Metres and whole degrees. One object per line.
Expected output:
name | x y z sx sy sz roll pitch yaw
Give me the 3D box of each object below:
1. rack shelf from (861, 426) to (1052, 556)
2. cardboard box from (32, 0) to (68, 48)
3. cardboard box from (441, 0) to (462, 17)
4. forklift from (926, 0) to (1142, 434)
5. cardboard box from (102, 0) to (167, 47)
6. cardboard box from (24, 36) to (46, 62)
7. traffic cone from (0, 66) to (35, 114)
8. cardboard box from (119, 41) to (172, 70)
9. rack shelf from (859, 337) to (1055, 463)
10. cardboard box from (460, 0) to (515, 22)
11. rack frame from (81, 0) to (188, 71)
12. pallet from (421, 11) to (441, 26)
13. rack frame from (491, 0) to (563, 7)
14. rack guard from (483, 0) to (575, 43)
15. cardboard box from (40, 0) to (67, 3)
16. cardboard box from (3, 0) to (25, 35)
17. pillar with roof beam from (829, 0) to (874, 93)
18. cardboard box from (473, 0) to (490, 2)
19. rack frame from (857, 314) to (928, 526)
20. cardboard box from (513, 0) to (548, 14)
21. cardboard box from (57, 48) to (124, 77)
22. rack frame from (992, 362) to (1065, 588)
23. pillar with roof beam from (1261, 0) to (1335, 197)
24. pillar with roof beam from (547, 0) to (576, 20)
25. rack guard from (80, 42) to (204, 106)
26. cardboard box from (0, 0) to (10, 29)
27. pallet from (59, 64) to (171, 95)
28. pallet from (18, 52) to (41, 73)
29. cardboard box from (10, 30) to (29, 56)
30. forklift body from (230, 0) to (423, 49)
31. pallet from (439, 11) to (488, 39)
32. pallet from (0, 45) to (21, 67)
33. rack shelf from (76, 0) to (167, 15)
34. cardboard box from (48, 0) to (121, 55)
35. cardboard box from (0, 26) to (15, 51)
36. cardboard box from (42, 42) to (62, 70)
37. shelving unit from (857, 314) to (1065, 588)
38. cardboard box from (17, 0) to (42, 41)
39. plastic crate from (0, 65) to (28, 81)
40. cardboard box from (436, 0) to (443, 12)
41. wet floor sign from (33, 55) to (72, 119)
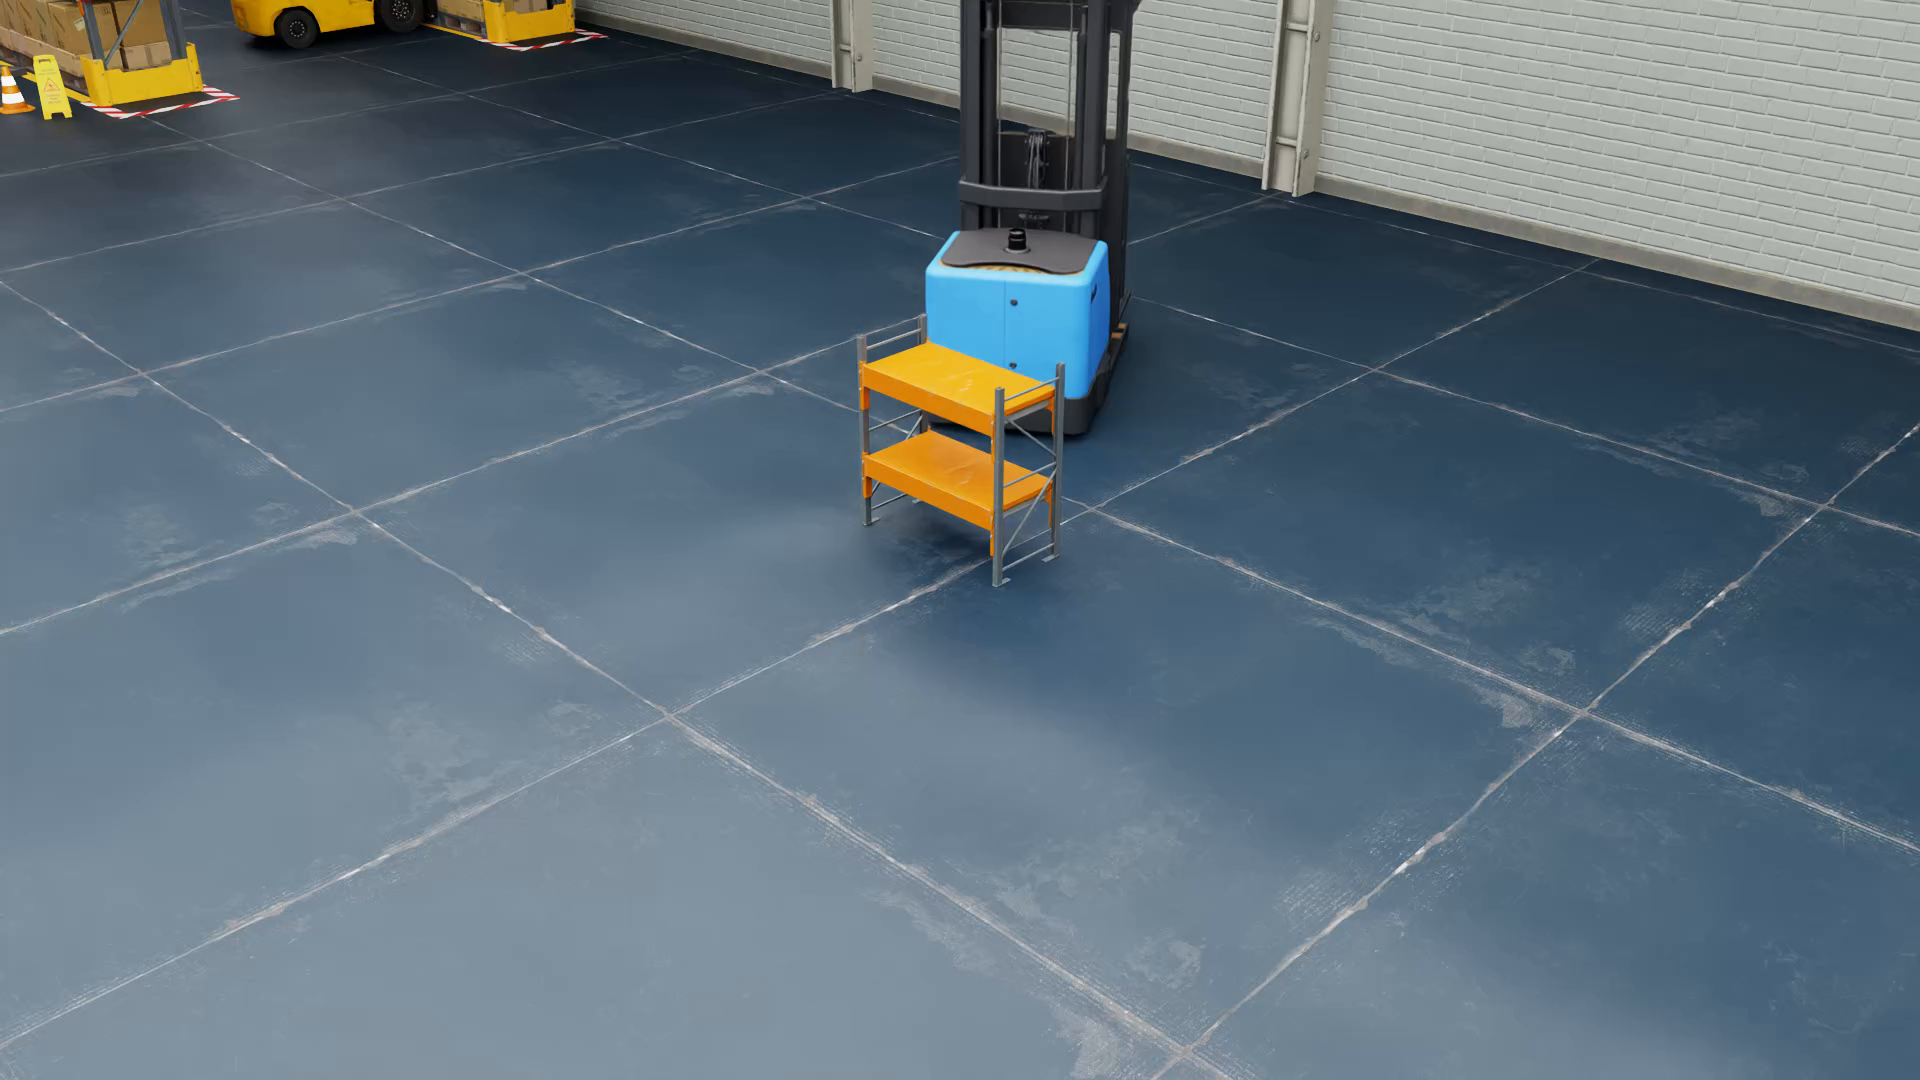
rack shelf | -0.005 -0.284 9.106 1.000 0.278 0.538 25 36 38
cardboard box | -10.250 -5.968 19.075 0.500 0.500 0.500 -24 36 -37
cardboard box | -6.549 -7.155 22.137 0.500 0.250 0.500 25 36 38
forklift | 0.596 -2.621 11.085 1.130 2.935 3.031 6 28 11
cardboard box | -9.520 -5.987 19.110 0.500 0.500 0.500 23 36 37
cardboard box | -10.627 -5.807 19.575 0.500 0.250 0.500 23 35 37
traffic cone | -10.333 -4.913 18.096 0.334 0.463 0.336 25 36 38
cardboard box | -9.503 -5.647 19.270 0.500 0.250 0.500 24 36 38
rack shelf | -0.005 -0.759 8.856 1.000 0.278 0.538 25 36 38
cardboard box | -6.201 -6.989 21.822 0.500 0.250 0.500 25 37 39
rack frame | -9.122 -6.323 18.053 0.127 3.000 1.000 25 36 38
pallet | -7.085 -7.371 23.042 1.213 0.211 1.003 25 36 38
rack frame | -5.644 -7.972 21.188 0.127 3.000 1.000 25 36 38
rack guard | -5.627 -6.858 21.755 0.348 0.500 1.175 25 36 38
cardboard box | -10.184 -6.184 18.788 0.380 0.149 0.250 -24 36 -38
cardboard box | -10.984 -6.307 19.719 0.500 0.500 0.500 -23 35 -37
pillar with roof beam | -4.249 -7.767 14.352 0.400 9.000 9.100 25 36 38
cardboard box | -6.210 -7.217 21.719 0.500 0.250 0.500 24 36 38
rack frame | -0.367 -0.666 9.308 0.032 1.125 0.500 25 36 38
cardboard box | -5.857 -7.166 22.158 0.500 0.250 0.500 25 37 39
cardboard box | -9.904 -5.475 18.942 0.500 0.250 0.500 24 36 38
rack frame | 0.358 -0.334 8.677 0.032 1.125 0.500 25 36 38
pillar with roof beam | 0.030 -5.809 10.629 0.400 9.000 9.100 25 36 38
pillar with roof beam | -8.527 -9.725 18.076 0.400 9.000 9.100 25 36 38
rack guard | -9.176 -5.242 18.682 0.348 0.500 1.175 25 36 38
cardboard box | -11.352 -6.477 20.041 0.500 0.500 0.500 -24 36 -37
pallet | -9.730 -5.391 19.276 1.213 0.211 1.003 25 36 38
pallet | -10.596 -5.789 20.032 1.213 0.211 1.003 25 36 38
cardboard box | -10.974 -5.973 19.889 0.500 0.250 0.500 24 36 38
forklift body | -8.275 -7.610 21.411 1.214 2.155 2.313 25 36 38
pallet | -6.219 -6.973 22.285 1.213 0.211 1.003 25 36 38
pallet | -11.470 -6.187 20.790 1.213 0.211 1.003 25 36 38
rack shelf | -10.548 -6.658 19.461 4.000 0.370 1.077 25 36 38
cardboard box | -9.876 -5.799 18.753 0.500 0.500 0.500 25 37 39
cardboard box | -11.354 -6.145 20.217 0.500 0.250 0.500 -23 35 -36
cardboard box | -10.250 -5.638 19.253 0.500 0.250 0.500 25 37 39
shelving unit | -0.005 -0.500 8.992 1.048 1.125 0.538 25 36 38
cardboard box | -10.605 -6.135 19.392 0.500 0.500 0.500 24 36 37
plastic crate | -11.429 -5.552 19.723 0.583 0.080 0.402 12 30 22
cardboard box | -6.899 -7.321 22.453 0.500 0.250 0.500 -25 37 -39
wet floor sign | -9.736 -4.864 17.808 0.267 0.644 0.232 -13 30 -22
